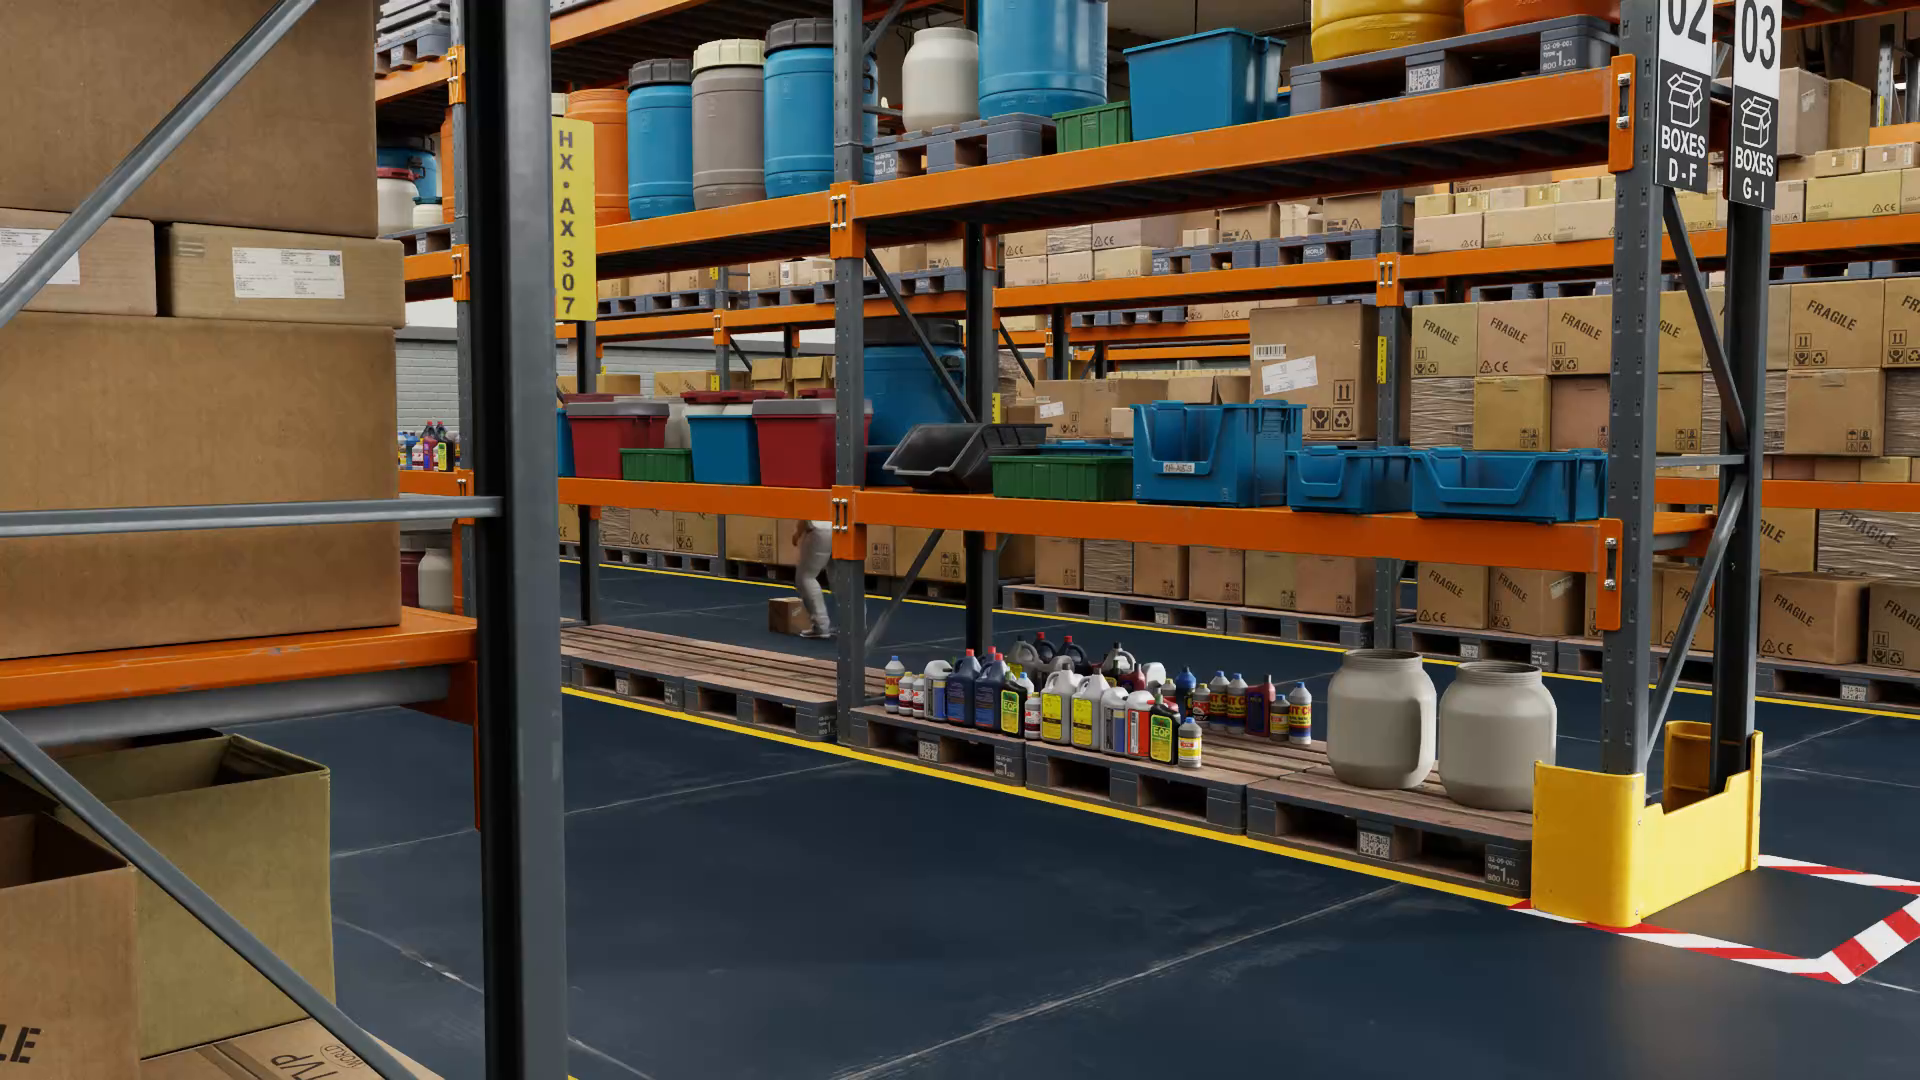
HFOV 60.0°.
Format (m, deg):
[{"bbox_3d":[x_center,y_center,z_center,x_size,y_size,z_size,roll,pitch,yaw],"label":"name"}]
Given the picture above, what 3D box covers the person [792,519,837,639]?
[{"bbox_3d":[-1.035,-0.050,12.730,0.500,1.611,0.496,-4,5,-42],"label":"person"}]
